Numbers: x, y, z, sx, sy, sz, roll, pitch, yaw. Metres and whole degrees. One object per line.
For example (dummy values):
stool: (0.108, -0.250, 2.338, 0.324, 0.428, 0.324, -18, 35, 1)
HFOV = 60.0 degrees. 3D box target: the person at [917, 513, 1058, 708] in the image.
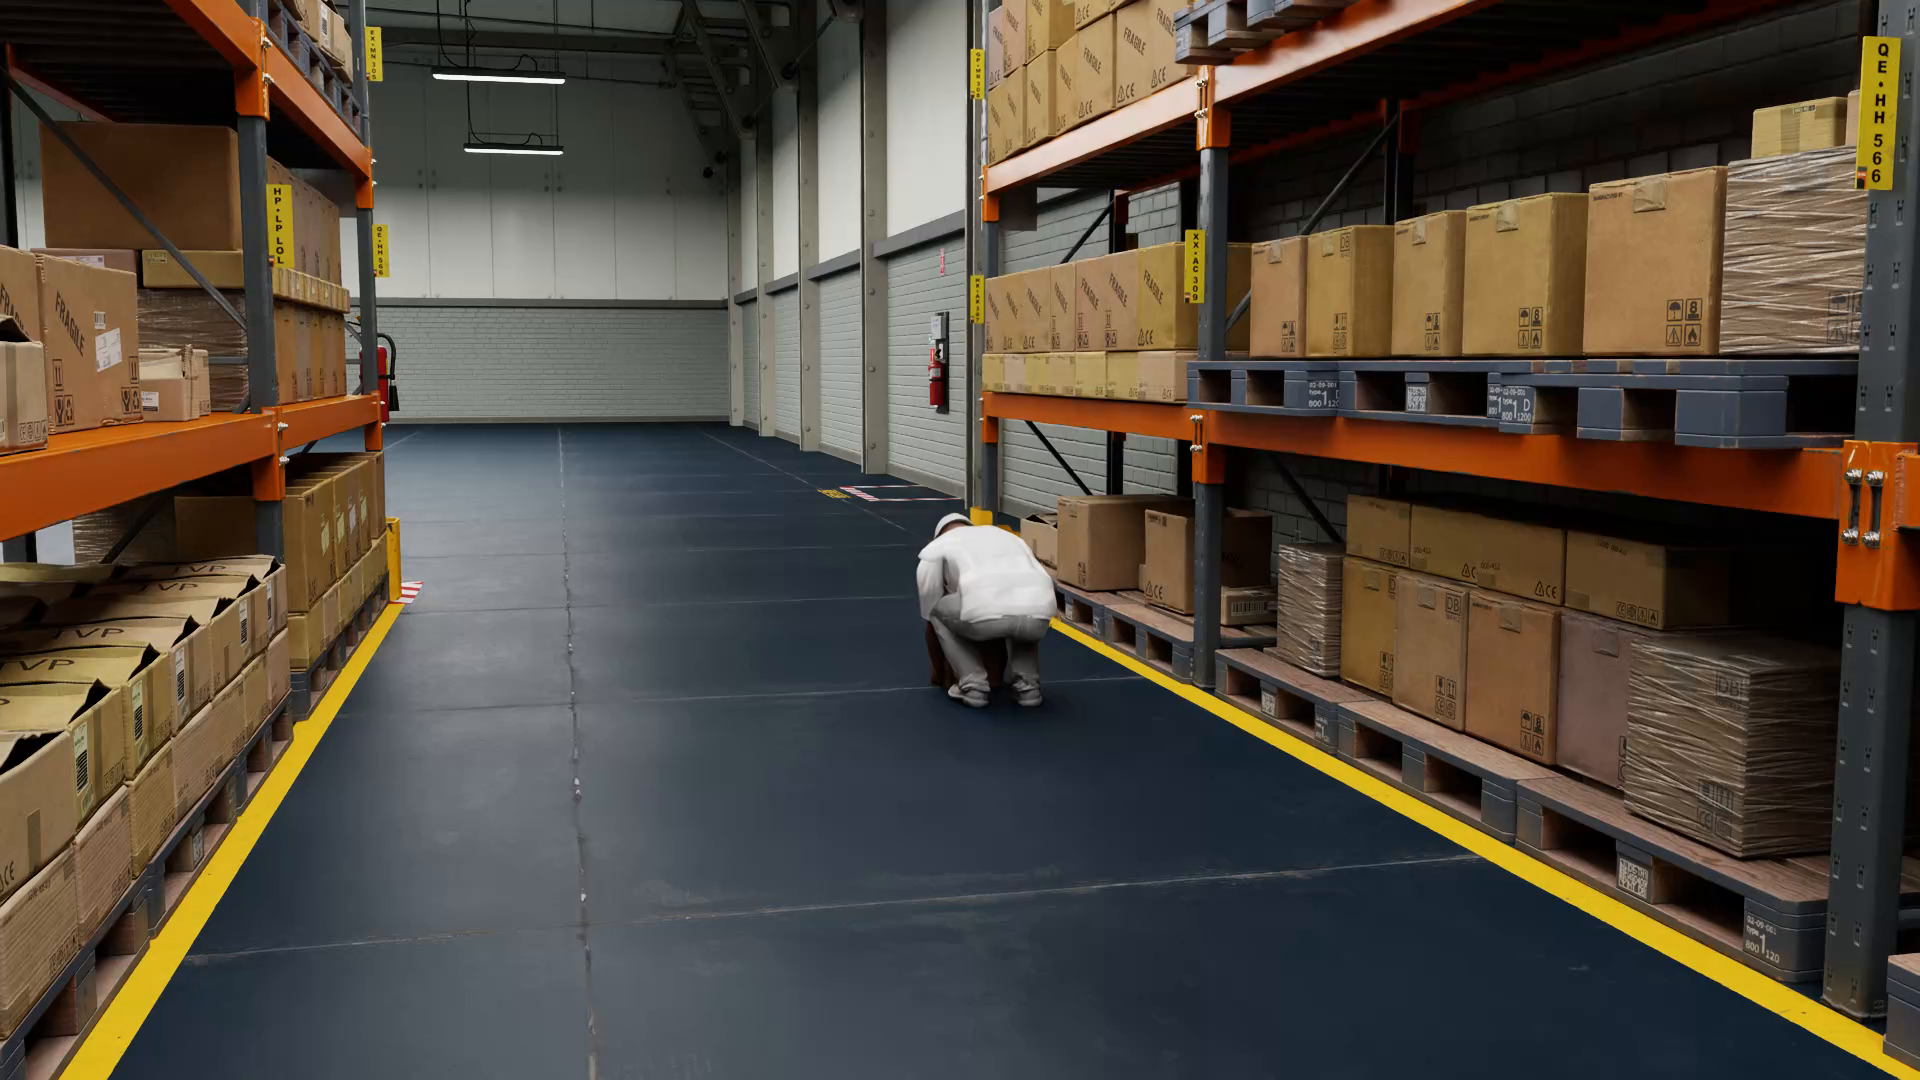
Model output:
person: (0.093, 0.346, 7.505, 0.540, 0.877, 0.938, -2, 6, -15)
